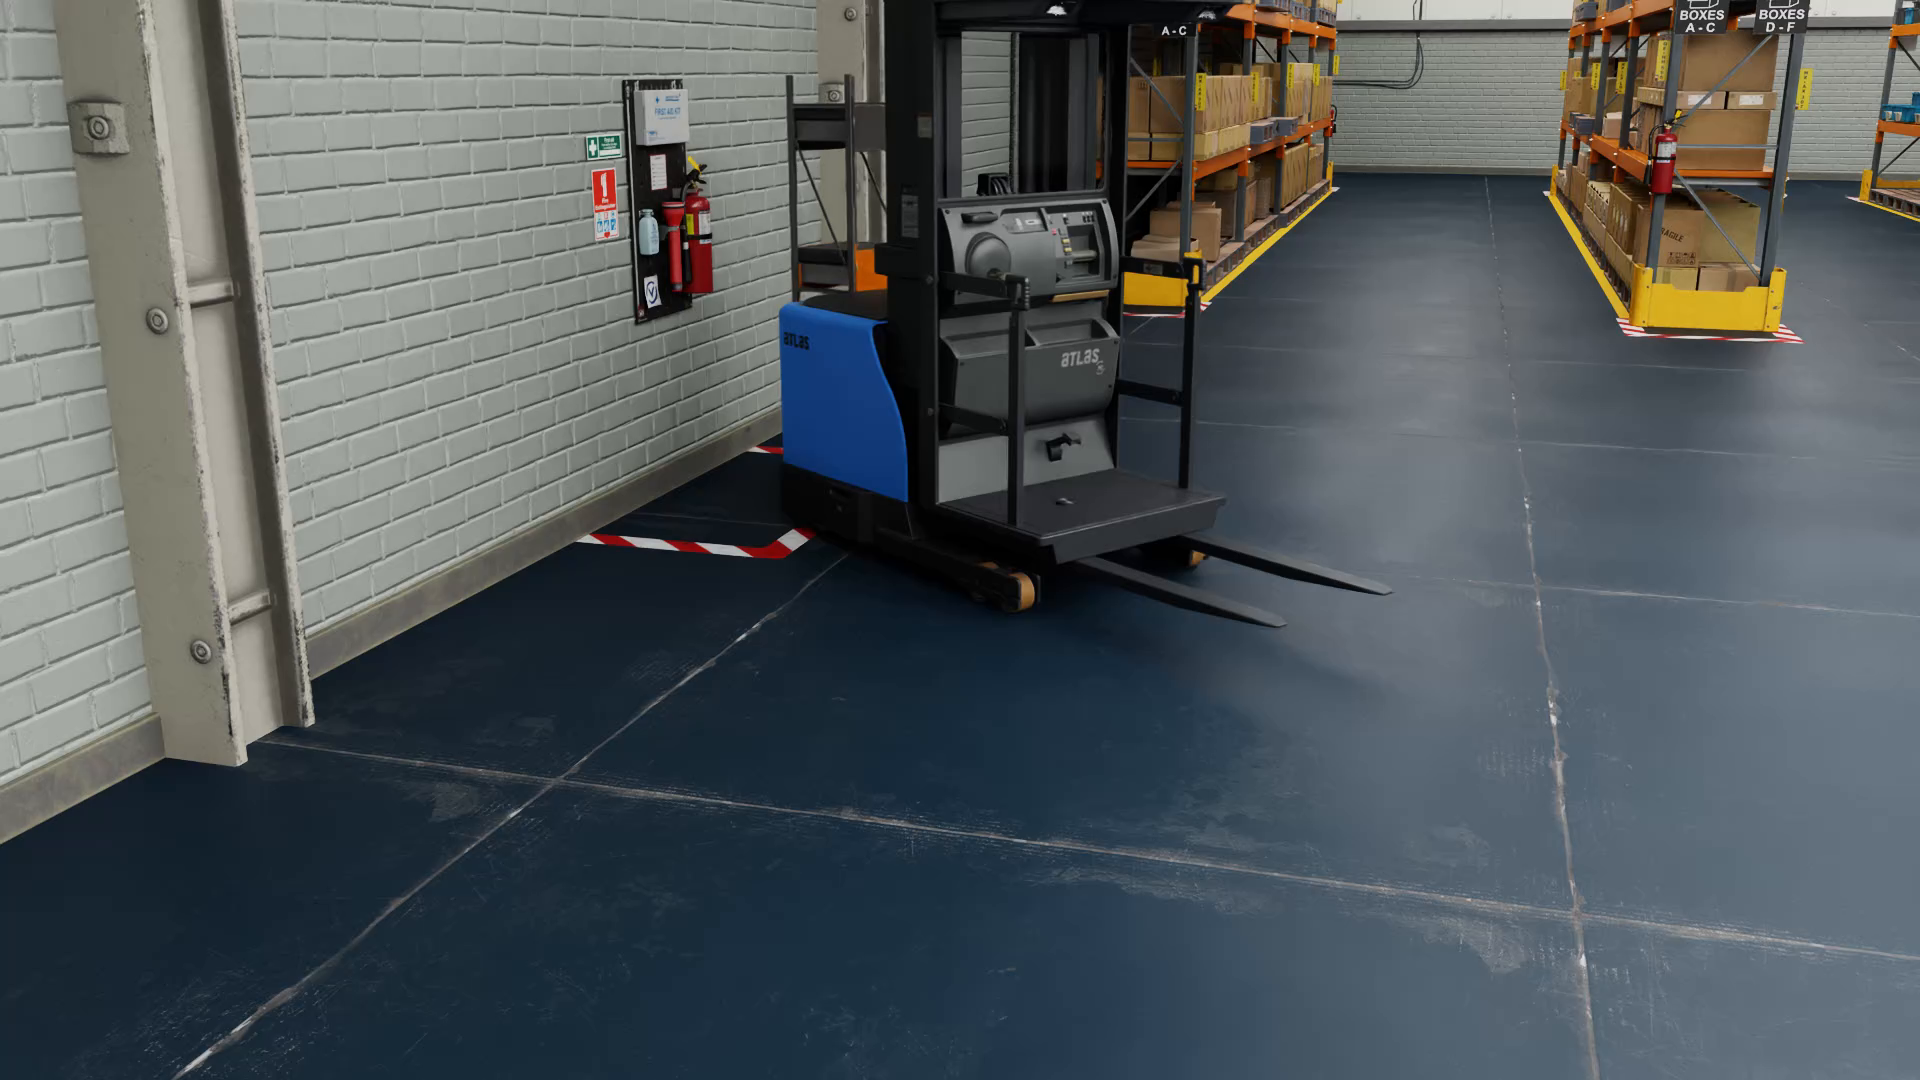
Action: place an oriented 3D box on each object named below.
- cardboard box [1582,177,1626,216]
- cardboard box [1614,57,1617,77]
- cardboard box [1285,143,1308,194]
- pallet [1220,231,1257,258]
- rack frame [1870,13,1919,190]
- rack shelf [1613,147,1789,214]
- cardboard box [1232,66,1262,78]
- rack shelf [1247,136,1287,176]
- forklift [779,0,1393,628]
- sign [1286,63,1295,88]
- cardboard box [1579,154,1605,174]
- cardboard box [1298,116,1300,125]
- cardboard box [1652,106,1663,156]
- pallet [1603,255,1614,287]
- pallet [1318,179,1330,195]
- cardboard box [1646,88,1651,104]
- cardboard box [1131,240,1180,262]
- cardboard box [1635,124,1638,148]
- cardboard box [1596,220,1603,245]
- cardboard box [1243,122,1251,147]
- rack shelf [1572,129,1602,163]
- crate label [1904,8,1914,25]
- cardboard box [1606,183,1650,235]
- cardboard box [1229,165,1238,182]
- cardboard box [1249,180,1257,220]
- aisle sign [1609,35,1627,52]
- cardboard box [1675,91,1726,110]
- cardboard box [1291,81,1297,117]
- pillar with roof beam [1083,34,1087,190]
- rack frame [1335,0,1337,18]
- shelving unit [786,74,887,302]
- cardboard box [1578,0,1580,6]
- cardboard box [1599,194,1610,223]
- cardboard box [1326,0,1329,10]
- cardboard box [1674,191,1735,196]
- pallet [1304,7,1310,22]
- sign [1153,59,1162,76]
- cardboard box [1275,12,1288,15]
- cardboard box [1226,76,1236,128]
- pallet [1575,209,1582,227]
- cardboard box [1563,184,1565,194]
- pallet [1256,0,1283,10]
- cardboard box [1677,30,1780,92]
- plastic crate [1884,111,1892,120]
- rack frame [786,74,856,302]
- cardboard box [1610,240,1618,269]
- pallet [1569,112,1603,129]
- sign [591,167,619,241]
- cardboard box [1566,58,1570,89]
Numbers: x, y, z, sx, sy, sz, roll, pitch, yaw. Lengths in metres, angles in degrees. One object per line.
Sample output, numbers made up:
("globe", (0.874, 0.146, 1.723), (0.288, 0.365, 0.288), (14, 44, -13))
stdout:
("cardboard box", (8.714, -4.657, 22.525), (0.500, 0.500, 0.500), (5, 17, 18))
("cardboard box", (10.360, -7.197, 25.691), (0.500, 0.500, 0.500), (4, 16, 14))
("cardboard box", (5.000, -5.802, 25.959), (0.750, 0.750, 0.750), (5, 17, 17))
("pallet", (3.006, -3.584, 20.078), (1.003, 0.211, 1.213), (5, 16, 16))
("rack frame", (15.695, -7.093, 27.339), (1.000, 3.000, 0.127), (5, 16, 16))
("rack shelf", (6.969, -3.469, 15.881), (1.077, 0.370, 4.000), (5, 16, 16))
("cardboard box", (3.777, -6.162, 21.879), (0.380, 0.149, 0.250), (2, 16, 7))
("rack shelf", (3.355, -4.899, 20.922), (1.077, 0.370, 4.000), (5, 16, 16))
("forklift", (0.442, -1.266, 6.921), (1.130, 2.935, 3.031), (-12, 20, -37))
("sign", (4.446, -6.247, 22.382), (0.100, 0.325, 0.005), (5, 16, 16))
("cardboard box", (9.013, -5.301, 23.421), (0.500, 0.250, 0.500), (4, 16, 15))
("cardboard box", (4.917, -6.328, 25.067), (0.380, 0.149, 0.250), (5, 16, 16))
("cardboard box", (6.982, -3.866, 15.781), (0.700, 0.500, 0.500), (5, 17, 18))
("pallet", (7.271, -2.792, 17.286), (1.003, 0.211, 1.213), (5, 16, 16))
("pallet", (6.044, -6.304, 29.669), (1.003, 0.211, 1.213), (5, 16, 16))
("cardboard box", (6.986, -4.376, 16.388), (0.380, 0.149, 0.250), (4, 16, 14))
("cardboard box", (1.933, -2.767, 16.210), (0.500, 0.311, 0.500), (3, 16, 10))
("cardboard box", (7.635, -4.398, 18.114), (0.500, 0.250, 0.500), (6, 17, 19))
("cardboard box", (7.522, -3.481, 18.874), (0.500, 0.250, 0.500), (4, 16, 15))
("cardboard box", (2.942, -4.512, 18.477), (0.500, 0.250, 0.500), (5, 16, 16))
("rack shelf", (9.242, -5.562, 23.260), (1.077, 0.370, 4.000), (5, 16, 16))
("crate label", (15.123, -8.248, 26.187), (0.408, 0.251, 0.502), (5, 16, 16))
("cardboard box", (7.105, -3.481, 17.501), (0.500, 0.500, 0.500), (5, 16, 16))
("cardboard box", (3.246, -4.537, 20.729), (0.500, 0.250, 0.500), (4, 16, 14))
("cardboard box", (3.511, -4.459, 21.828), (0.700, 0.500, 0.500), (5, 16, 16))
("aisle sign", (11.260, -8.723, 28.321), (0.394, 0.787, 0.004), (5, 16, 16))
("cardboard box", (6.326, -3.767, 14.241), (0.380, 0.149, 0.250), (4, 16, 15))
("cardboard box", (4.464, -6.212, 23.470), (0.500, 0.500, 0.500), (5, 17, 18))
("pillar with roof beam", (5.147, -6.478, 14.176), (9.100, 9.000, 0.400), (5, 16, 16))
("rack frame", (6.197, -10.747, 29.229), (1.000, 3.000, 0.127), (5, 16, 16))
("shelving unit", (-0.546, -1.299, 8.545), (0.431, 2.100, 0.503), (10, 18, 33))
("cardboard box", (10.121, -8.583, 26.454), (0.500, 0.250, 0.500), (5, 16, 16))
("cardboard box", (7.519, -3.752, 18.803), (0.500, 0.311, 0.500), (5, 17, 17))
("cardboard box", (5.806, -8.863, 27.405), (0.500, 0.250, 0.500), (4, 16, 14))
("cardboard box", (7.323, -3.179, 16.436), (0.500, 0.500, 0.500), (5, 16, 16))
("pallet", (4.847, -7.922, 25.116), (0.805, 0.209, 1.217), (4, 16, 14))
("sign", (2.253, -5.321, 18.969), (0.100, 0.325, 0.005), (5, 16, 16))
("cardboard box", (3.977, -6.969, 21.531), (0.500, 0.311, 0.500), (5, 16, 16))
("cardboard box", (2.512, -4.474, 16.970), (0.500, 0.500, 0.500), (5, 17, 18))
("pallet", (9.271, -4.554, 23.498), (1.003, 0.211, 1.213), (5, 16, 16))
("cardboard box", (9.749, -5.545, 26.301), (0.380, 0.149, 0.250), (5, 16, 16))
("pallet", (3.064, -6.228, 19.135), (1.213, 0.211, 1.003), (5, 16, 16))
("cardboard box", (6.560, -4.099, 14.224), (0.700, 0.500, 0.500), (5, 16, 16))
("plastic crate", (15.139, -6.878, 26.956), (0.250, 0.136, 0.298), (5, 16, 16))
("rack frame", (-0.685, -1.247, 8.351), (0.400, 2.100, 0.015), (10, 18, 33))
("cardboard box", (6.820, -2.859, 16.681), (0.500, 0.250, 0.500), (5, 16, 16))
("pallet", (9.479, -6.138, 24.326), (1.003, 0.211, 1.213), (5, 16, 16))
("sign", (-1.681, -1.592, 7.881), (0.001, 0.329, 0.234), (5, 16, 16))
("cardboard box", (10.568, -7.911, 28.209), (0.500, 0.500, 0.500), (5, 17, 18))
